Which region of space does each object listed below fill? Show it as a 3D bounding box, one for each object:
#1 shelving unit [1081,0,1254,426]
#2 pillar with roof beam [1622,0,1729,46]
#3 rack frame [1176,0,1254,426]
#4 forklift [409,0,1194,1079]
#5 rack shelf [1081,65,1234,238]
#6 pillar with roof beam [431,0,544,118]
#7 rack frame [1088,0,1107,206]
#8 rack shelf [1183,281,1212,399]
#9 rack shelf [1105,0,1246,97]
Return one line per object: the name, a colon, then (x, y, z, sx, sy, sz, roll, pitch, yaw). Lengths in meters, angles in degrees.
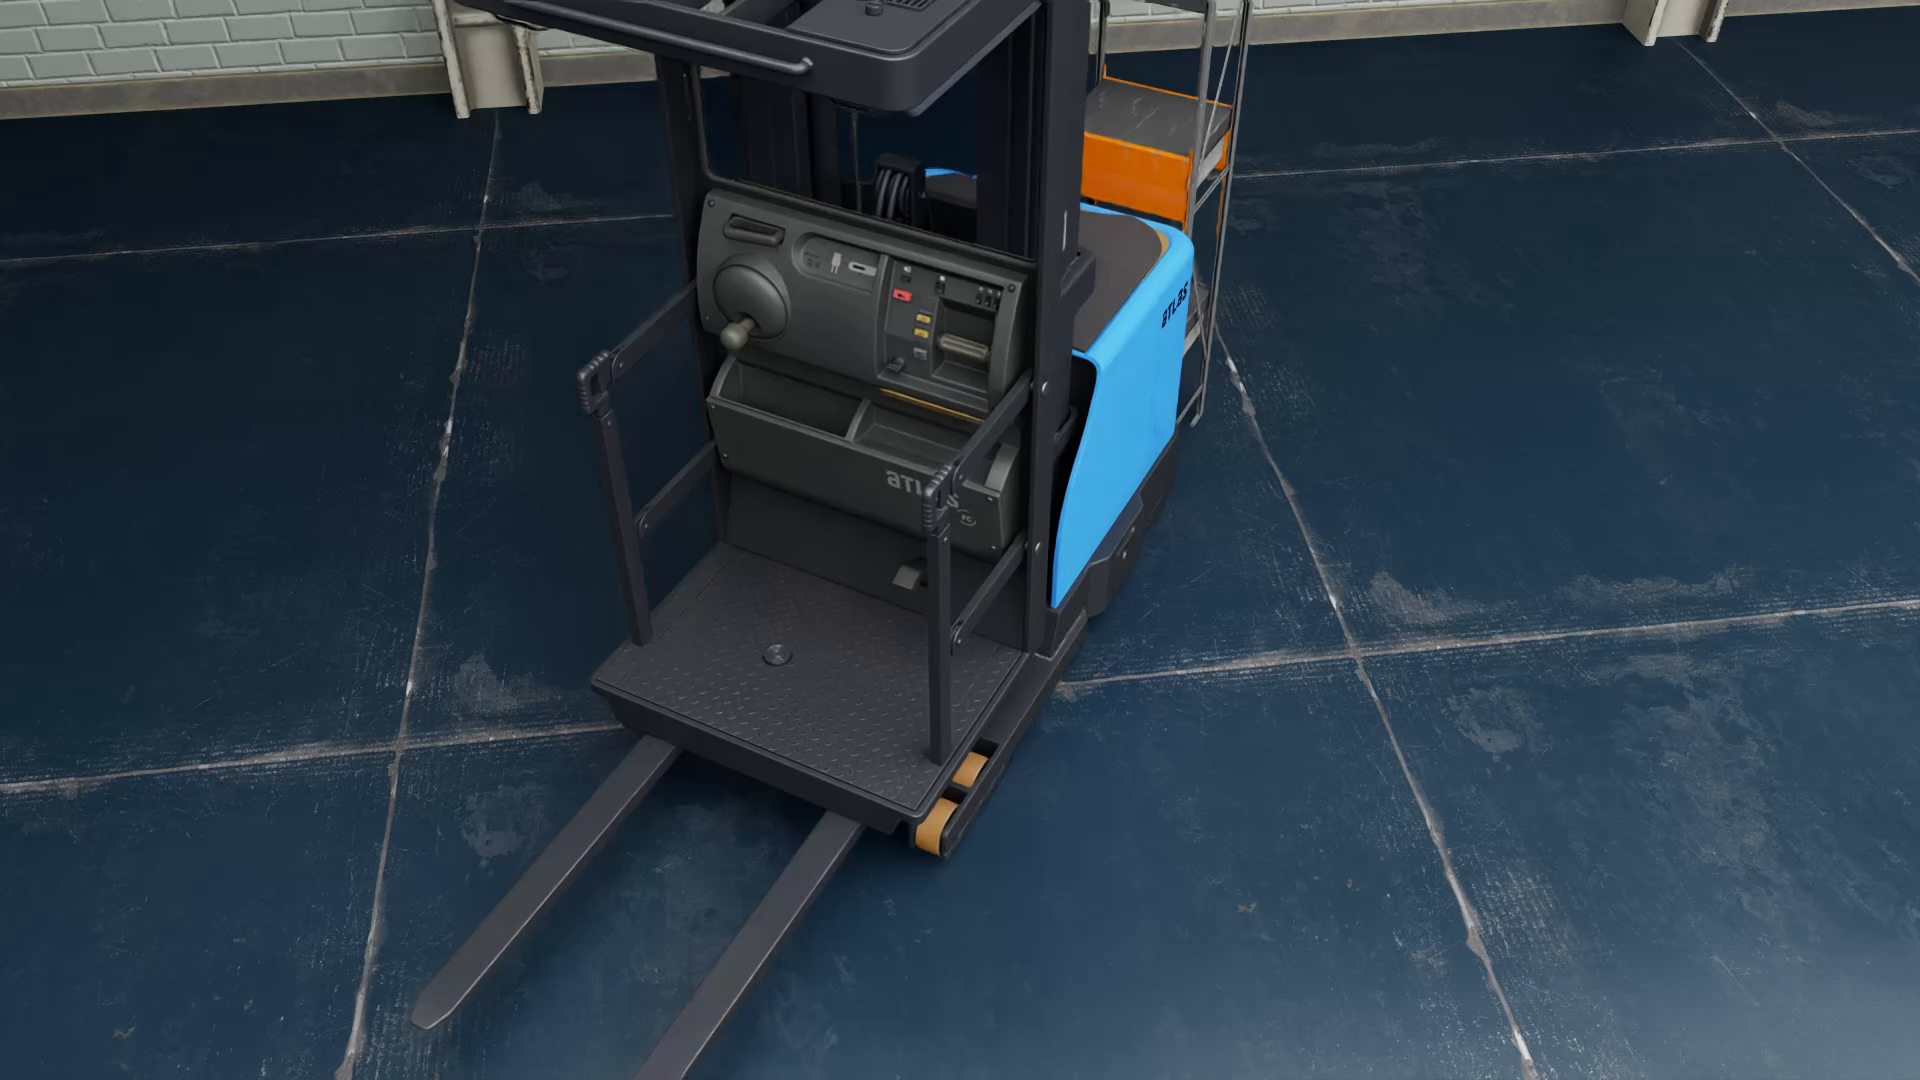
shelving unit: (0.603, -1.217, 5.531, 0.503, 2.100, 0.431, 19, 45, 20)
pillar with roof beam: (4.263, -3.151, 2.525, 0.400, 9.000, 9.100, -5, 42, -6)
rack frame: (0.819, -1.142, 5.448, 0.015, 2.100, 0.400, 19, 45, 20)
forklift: (-0.371, -0.534, 4.154, 1.130, 2.935, 3.031, 19, 45, 20)
rack shelf: (0.603, -1.207, 5.541, 0.480, 0.518, 0.431, 19, 45, 20)
pillar with roof beam: (-1.686, -2.630, 1.947, 0.400, 9.000, 9.100, -5, 42, -6)
rack frame: (0.386, -1.292, 5.614, 0.015, 2.100, 0.400, 19, 45, 20)
rack shelf: (0.602, -0.687, 6.009, 0.480, 0.518, 0.431, 19, 45, 20)
rack shelf: (0.603, -1.727, 5.072, 0.480, 0.518, 0.431, 19, 45, 20)
